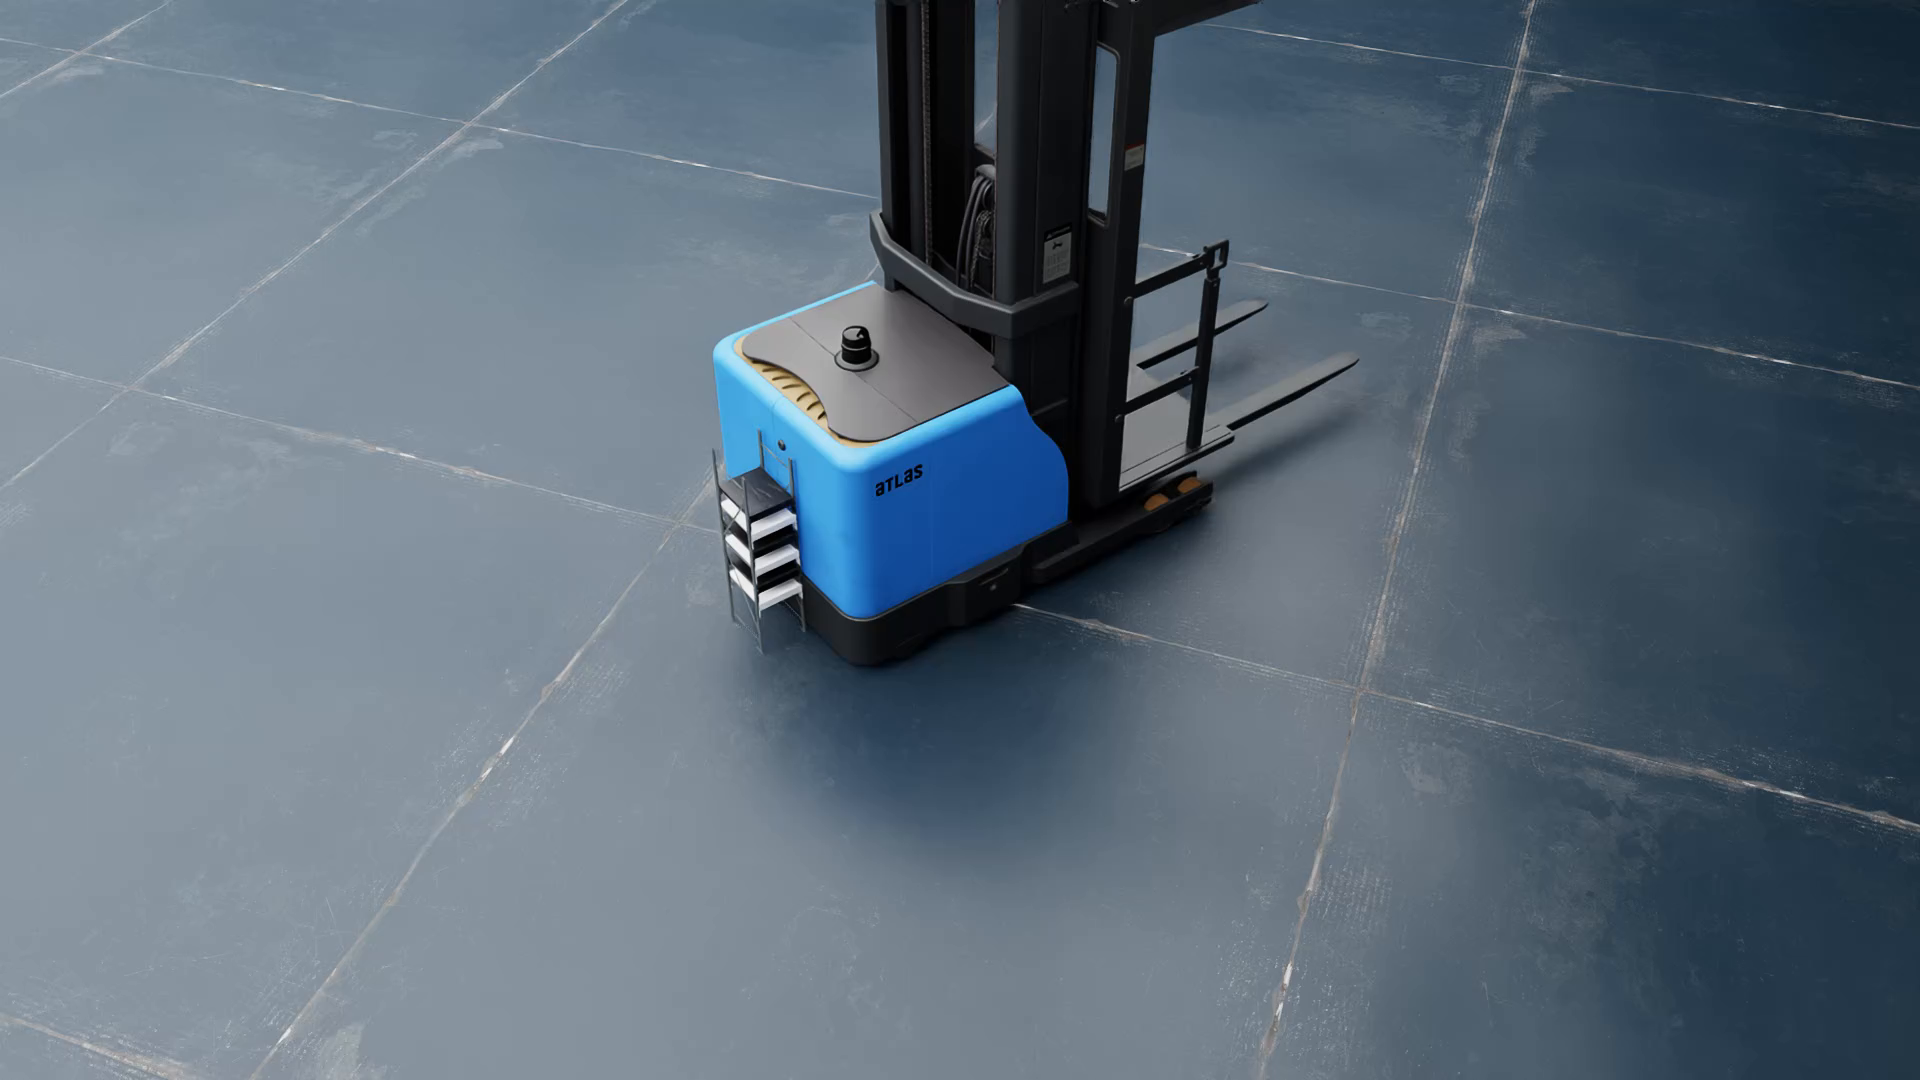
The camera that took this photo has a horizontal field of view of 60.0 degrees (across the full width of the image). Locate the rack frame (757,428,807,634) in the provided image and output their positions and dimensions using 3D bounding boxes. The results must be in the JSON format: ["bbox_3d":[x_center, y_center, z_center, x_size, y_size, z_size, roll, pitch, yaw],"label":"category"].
[{"bbox_3d":[-0.702,-0.022,6.582,0.006,0.900,0.240,-26,47,-27],"label":"rack frame"}]

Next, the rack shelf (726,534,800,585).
[{"bbox_3d":[-0.783,0.043,6.557,0.200,0.077,0.258,-26,47,-27],"label":"rack shelf"}]

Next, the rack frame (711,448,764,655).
[{"bbox_3d":[-0.865,0.058,6.489,0.006,0.900,0.240,-26,47,-27],"label":"rack frame"}]

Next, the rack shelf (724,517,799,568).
[{"bbox_3d":[-0.783,-0.025,6.499,0.200,0.077,0.258,-26,47,-27],"label":"rack shelf"}]

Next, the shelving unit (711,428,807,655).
[{"bbox_3d":[-0.783,0.018,6.536,0.210,0.900,0.258,-26,47,-27],"label":"shelving unit"}]

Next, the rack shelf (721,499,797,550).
[{"bbox_3d":[-0.783,-0.094,6.440,0.200,0.077,0.258,-26,47,-27],"label":"rack shelf"}]

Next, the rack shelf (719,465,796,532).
[{"bbox_3d":[-0.783,-0.162,6.382,0.200,0.077,0.258,-26,47,-27],"label":"rack shelf"}]

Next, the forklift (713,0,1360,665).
[{"bbox_3d":[0.499,-1.401,6.634,3.031,2.935,1.130,-26,47,-27],"label":"forklift"}]

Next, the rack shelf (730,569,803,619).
[{"bbox_3d":[-0.783,0.180,6.674,0.200,0.077,0.258,-26,47,-27],"label":"rack shelf"}]

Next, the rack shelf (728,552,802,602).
[{"bbox_3d":[-0.783,0.112,6.616,0.200,0.077,0.258,-26,47,-27],"label":"rack shelf"}]
